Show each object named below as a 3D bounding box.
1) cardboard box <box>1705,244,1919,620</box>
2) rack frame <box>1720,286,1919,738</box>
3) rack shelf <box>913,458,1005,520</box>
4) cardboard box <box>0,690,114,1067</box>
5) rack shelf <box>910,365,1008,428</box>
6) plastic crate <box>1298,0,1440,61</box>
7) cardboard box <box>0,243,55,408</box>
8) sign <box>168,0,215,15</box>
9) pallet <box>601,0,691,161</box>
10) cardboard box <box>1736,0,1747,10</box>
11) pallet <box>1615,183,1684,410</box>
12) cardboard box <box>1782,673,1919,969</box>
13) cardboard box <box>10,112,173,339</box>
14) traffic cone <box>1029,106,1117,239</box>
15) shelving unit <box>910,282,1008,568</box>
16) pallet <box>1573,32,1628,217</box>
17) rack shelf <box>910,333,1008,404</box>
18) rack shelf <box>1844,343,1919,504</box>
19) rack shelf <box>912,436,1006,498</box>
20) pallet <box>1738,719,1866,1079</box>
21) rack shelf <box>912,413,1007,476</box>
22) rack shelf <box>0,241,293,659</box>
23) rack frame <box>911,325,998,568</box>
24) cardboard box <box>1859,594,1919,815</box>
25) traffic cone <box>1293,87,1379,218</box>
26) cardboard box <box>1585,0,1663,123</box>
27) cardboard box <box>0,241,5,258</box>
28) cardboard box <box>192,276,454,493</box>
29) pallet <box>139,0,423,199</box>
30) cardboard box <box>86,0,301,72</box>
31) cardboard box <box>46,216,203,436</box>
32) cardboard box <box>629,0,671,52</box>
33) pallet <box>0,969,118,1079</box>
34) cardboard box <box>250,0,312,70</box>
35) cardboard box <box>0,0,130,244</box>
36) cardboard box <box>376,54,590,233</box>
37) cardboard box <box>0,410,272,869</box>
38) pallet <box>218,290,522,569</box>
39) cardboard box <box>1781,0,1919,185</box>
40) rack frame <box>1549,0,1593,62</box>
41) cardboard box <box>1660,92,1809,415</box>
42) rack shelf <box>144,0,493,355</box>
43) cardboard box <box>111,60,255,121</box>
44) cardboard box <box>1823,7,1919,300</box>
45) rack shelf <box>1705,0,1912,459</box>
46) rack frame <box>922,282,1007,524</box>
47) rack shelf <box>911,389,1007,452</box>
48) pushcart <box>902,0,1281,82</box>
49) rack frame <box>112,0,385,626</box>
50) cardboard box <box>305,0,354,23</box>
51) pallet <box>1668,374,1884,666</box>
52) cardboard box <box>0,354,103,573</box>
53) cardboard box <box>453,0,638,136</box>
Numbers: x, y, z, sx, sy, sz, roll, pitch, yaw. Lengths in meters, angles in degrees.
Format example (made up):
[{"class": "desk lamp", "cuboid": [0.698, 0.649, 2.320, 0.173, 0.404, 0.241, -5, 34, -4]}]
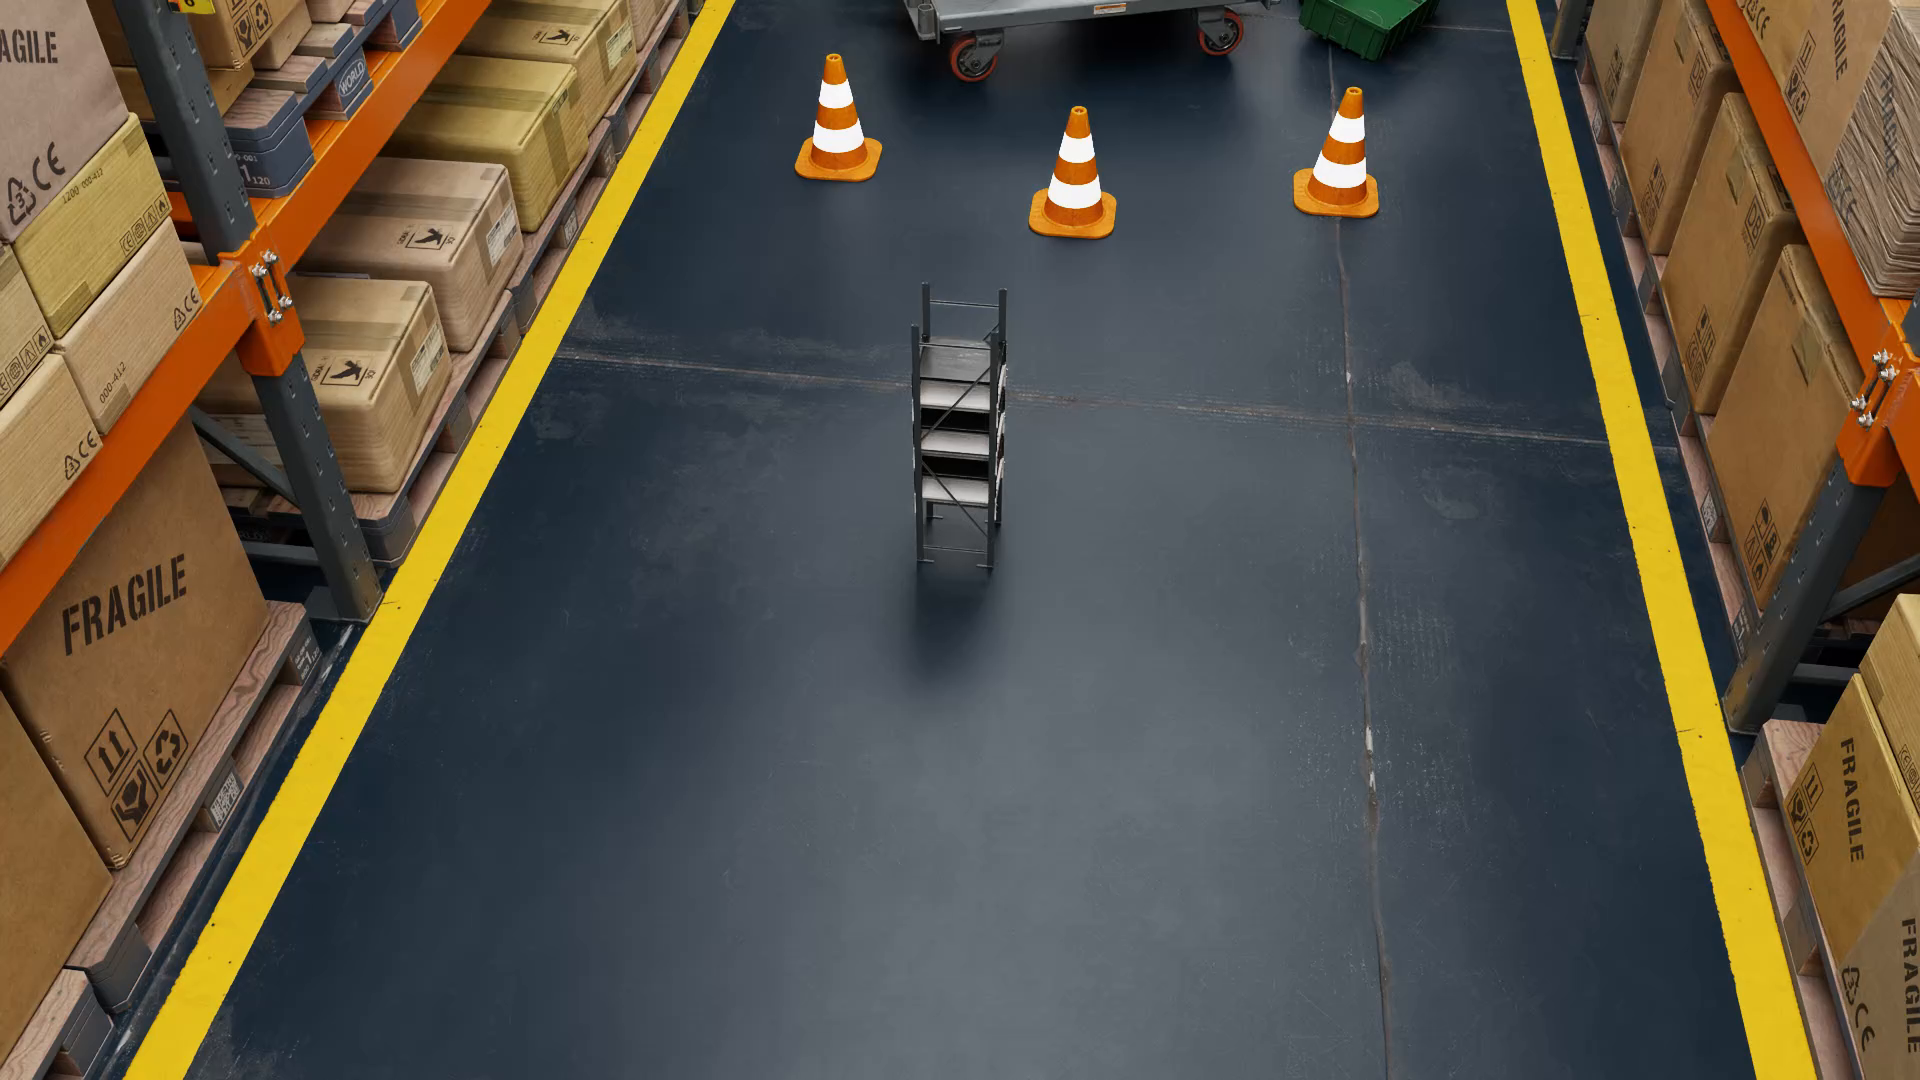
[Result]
[{"class": "cardboard box", "cuboid": [2.833, -0.281, 4.696, 1.050, 0.750, 0.750, 5, 44, 5]}, {"class": "rack frame", "cuboid": [2.663, -0.539, 3.637, 1.000, 3.000, 0.127, 5, 44, 6]}, {"class": "rack shelf", "cuboid": [-0.001, -0.166, 5.081, 0.258, 0.077, 0.200, 5, 44, 6]}, {"class": "cardboard box", "cuboid": [-2.552, 0.770, 3.495, 0.875, 0.875, 0.875, 6, 44, 6]}, {"class": "rack shelf", "cuboid": [-0.001, -0.428, 4.834, 0.258, 0.077, 0.200, 5, 44, 6]}, {"class": "plastic crate", "cuboid": [1.917, -2.502, 7.714, 0.450, 0.188, 0.662, 35, 53, 18]}, {"class": "cardboard box", "cuboid": [-2.133, -0.344, 3.177, 0.500, 0.250, 0.500, 4, 44, 4]}, {"class": "sign", "cuboid": [-1.706, -1.292, 3.591, 0.100, 0.325, 0.005, 5, 44, 6]}, {"class": "pallet", "cuboid": [-1.829, -2.103, 7.317, 1.003, 0.211, 1.213, 5, 44, 6]}, {"class": "cardboard box", "cuboid": [2.654, -1.937, 5.041, 0.500, 0.500, 0.500, 6, 44, 6]}, {"class": "pallet", "cuboid": [3.006, -0.886, 6.032, 1.003, 0.211, 1.213, 5, 44, 6]}, {"class": "cardboard box", "cuboid": [2.317, 0.675, 3.868, 0.500, 0.500, 0.500, 4, 44, 4]}, {"class": "cardboard box", "cuboid": [-2.069, -0.694, 3.546, 0.500, 0.250, 0.500, 5, 44, 5]}, {"class": "traffic cone", "cuboid": [0.449, -1.464, 6.459, 0.336, 0.463, 0.334, 5, 44, 6]}, {"class": "shelving unit", "cuboid": [-0.001, -0.321, 4.935, 0.258, 0.900, 0.210, 5, 44, 6]}, {"class": "pallet", "cuboid": [3.165, -1.720, 6.913, 1.003, 0.211, 1.213, 5, 44, 6]}, {"class": "rack shelf", "cuboid": [-0.001, -0.493, 4.772, 0.258, 0.077, 0.200, 5, 44, 6]}, {"class": "rack shelf", "cuboid": [2.399, 1.085, 2.445, 1.077, 0.370, 4.000, 5, 44, 6]}, {"class": "rack shelf", "cuboid": [-0.001, -0.232, 5.020, 0.258, 0.077, 0.200, 5, 44, 6]}, {"class": "pallet", "cuboid": [2.559, 1.006, 4.034, 1.003, 0.211, 1.213, 5, 44, 6]}, {"class": "rack shelf", "cuboid": [-0.001, -0.297, 4.958, 0.258, 0.077, 0.200, 5, 44, 6]}, {"class": "rack shelf", "cuboid": [-2.521, 0.704, 2.848, 1.077, 0.370, 4.000, 5, 44, 6]}, {"class": "rack frame", "cuboid": [-0.015, -0.252, 4.862, 0.240, 0.900, 0.006, 5, 44, 6]}, {"class": "cardboard box", "cuboid": [2.332, 0.392, 3.622, 0.500, 0.250, 0.500, 3, 44, 4]}, {"class": "traffic cone", "cuboid": [1.518, -1.567, 6.568, 0.336, 0.463, 0.334, 5, 44, 6]}, {"class": "cardboard box", "cuboid": [3.199, -2.169, 6.690, 1.050, 0.750, 0.750, 5, 44, 5]}, {"class": "cardboard box", "cuboid": [-2.125, -0.593, 2.894, 0.500, 0.500, 0.500, 6, 44, 6]}, {"class": "cardboard box", "cuboid": [-2.172, -0.502, 5.205, 0.950, 0.372, 0.625, 3, 43, 3]}, {"class": "pallet", "cuboid": [-2.268, -1.346, 4.629, 1.213, 0.211, 1.003, 5, 44, 6]}, {"class": "cardboard box", "cuboid": [-1.968, -1.502, 4.060, 0.500, 0.500, 0.500, 4, 44, 4]}, {"class": "cardboard box", "cuboid": [-2.066, -0.497, 3.702, 0.500, 0.250, 0.500, 4, 44, 4]}, {"class": "cardboard box", "cuboid": [-1.795, -2.487, 7.300, 0.950, 0.372, 0.625, 6, 44, 6]}, {"class": "pallet", "cuboid": [-2.599, 1.452, 3.563, 1.003, 0.211, 1.213, 5, 44, 6]}, {"class": "cardboard box", "cuboid": [-1.959, -1.375, 4.398, 0.380, 0.149, 0.250, 3, 44, 3]}, {"class": "cardboard box", "cuboid": [-2.066, -0.943, 3.264, 0.500, 0.500, 0.500, 4, 44, 4]}, {"class": "cardboard box", "cuboid": [-1.976, -1.522, 6.282, 0.950, 0.372, 0.625, 7, 44, 7]}, {"class": "cardboard box", "cuboid": [-2.430, 0.162, 4.137, 0.875, 0.875, 0.875, 5, 44, 5]}, {"class": "pallet", "cuboid": [-2.152, -0.440, 5.561, 1.003, 0.211, 1.213, 5, 44, 6]}, {"class": "cardboard box", "cuboid": [2.524, -1.246, 4.312, 0.500, 0.500, 0.500, 5, 44, 6]}, {"class": "rack frame", "cuboid": [3.192, -3.265, 6.516, 1.000, 3.000, 0.127, 5, 44, 6]}, {"class": "cardboard box", "cuboid": [2.945, -0.877, 5.326, 1.050, 0.750, 0.750, 6, 44, 6]}, {"class": "rack shelf", "cuboid": [-1.992, -2.022, 5.727, 1.077, 0.370, 4.000, 5, 44, 6]}, {"class": "cardboard box", "cuboid": [-2.029, -1.186, 4.198, 0.380, 0.149, 0.250, 3, 44, 3]}, {"class": "cardboard box", "cuboid": [2.457, -0.906, 3.953, 0.500, 0.500, 0.500, 5, 44, 6]}, {"class": "rack shelf", "cuboid": [2.928, -1.641, 5.324, 1.077, 0.370, 4.000, 5, 44, 6]}, {"class": "rack frame", "cuboid": [0.012, -0.391, 5.008, 0.240, 0.900, 0.006, 5, 44, 6]}, {"class": "rack shelf", "cuboid": [-0.001, -0.362, 4.896, 0.258, 0.077, 0.200, 5, 44, 6]}, {"class": "pushcart", "cuboid": [0.539, -2.521, 7.638, 1.648, 0.377, 0.936, -9, 44, -9]}, {"class": "rack frame", "cuboid": [-2.256, -0.920, 4.040, 1.000, 3.000, 0.127, 5, 44, 6]}, {"class": "cardboard box", "cuboid": [-1.877, -1.558, 4.591, 0.380, 0.149, 0.250, 3, 44, 3]}, {"class": "pallet", "cuboid": [2.842, -0.057, 5.156, 1.003, 0.211, 1.213, 5, 44, 6]}, {"class": "cardboard box", "cuboid": [-2.118, -0.148, 3.333, 0.500, 0.250, 0.500, 6, 44, 6]}, {"class": "cardboard box", "cuboid": [-1.886, -1.996, 6.782, 0.950, 0.372, 0.625, 8, 44, 8]}]
